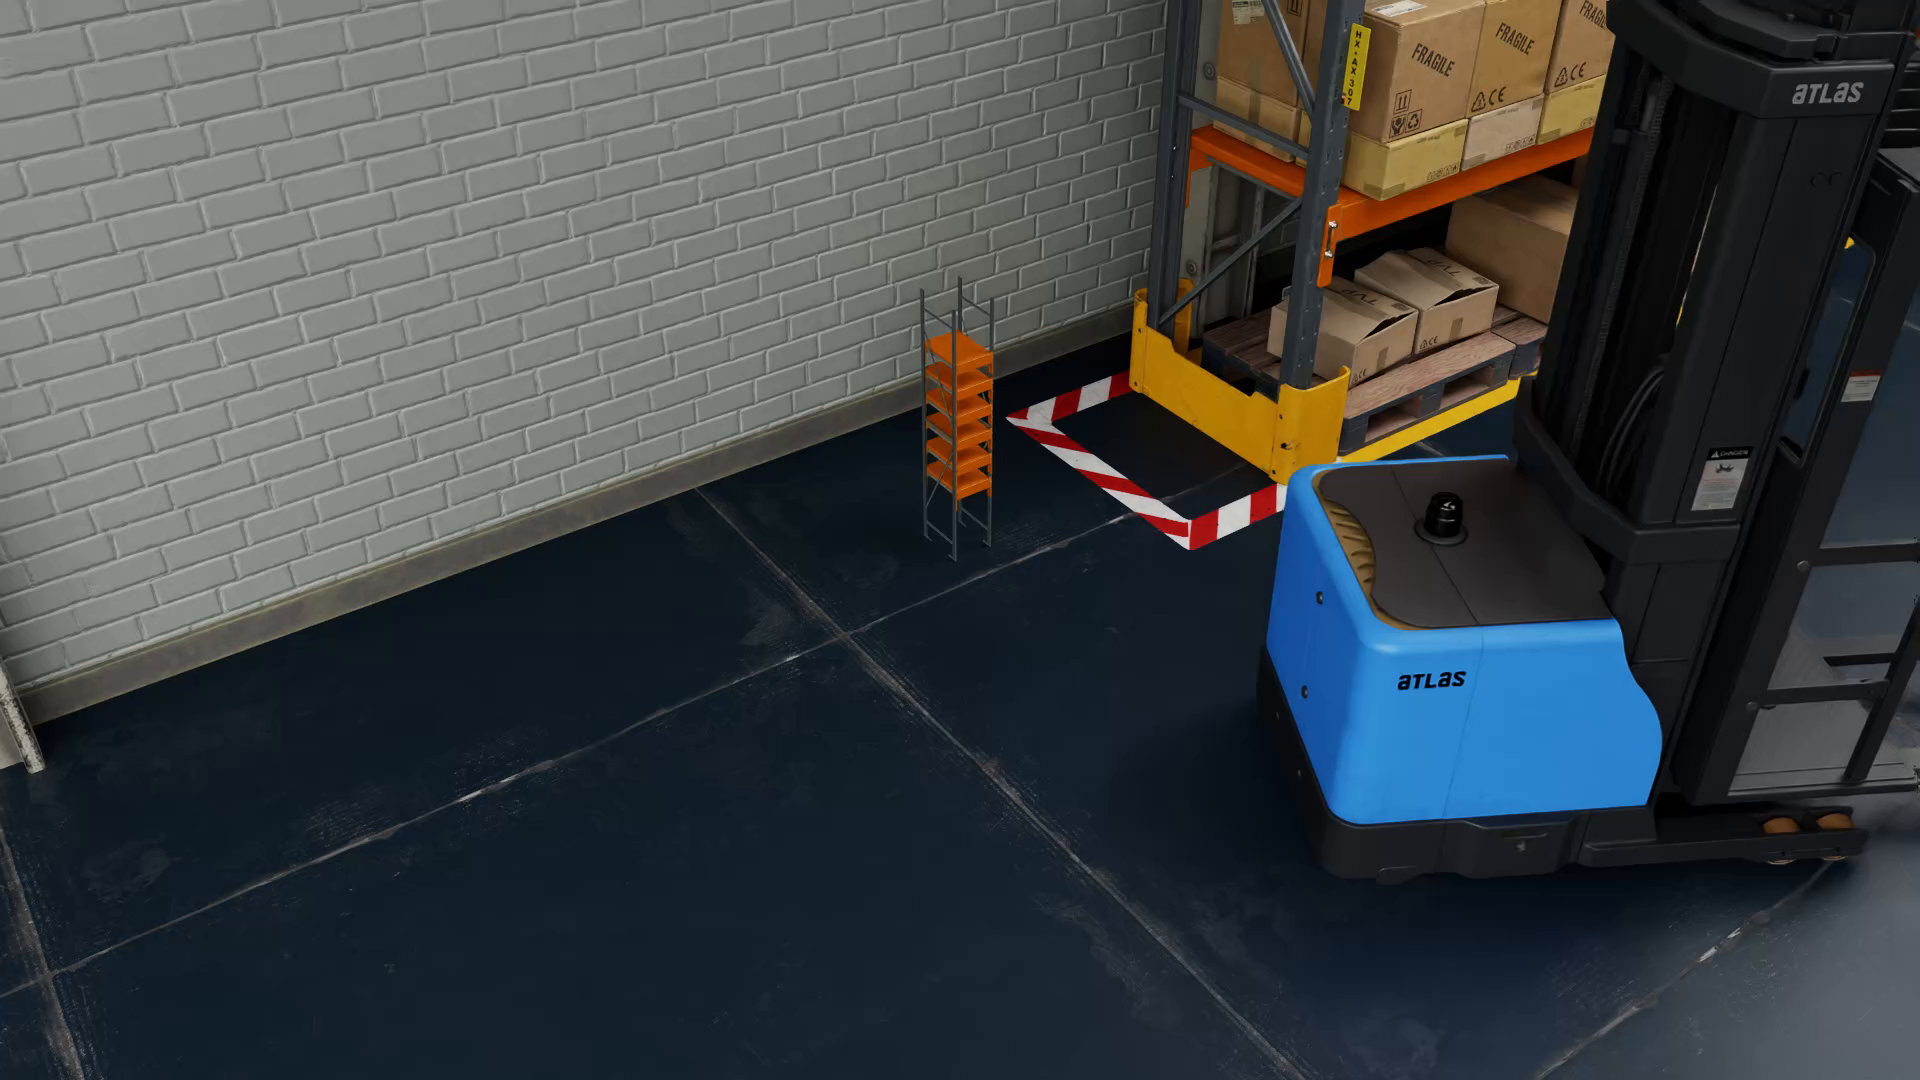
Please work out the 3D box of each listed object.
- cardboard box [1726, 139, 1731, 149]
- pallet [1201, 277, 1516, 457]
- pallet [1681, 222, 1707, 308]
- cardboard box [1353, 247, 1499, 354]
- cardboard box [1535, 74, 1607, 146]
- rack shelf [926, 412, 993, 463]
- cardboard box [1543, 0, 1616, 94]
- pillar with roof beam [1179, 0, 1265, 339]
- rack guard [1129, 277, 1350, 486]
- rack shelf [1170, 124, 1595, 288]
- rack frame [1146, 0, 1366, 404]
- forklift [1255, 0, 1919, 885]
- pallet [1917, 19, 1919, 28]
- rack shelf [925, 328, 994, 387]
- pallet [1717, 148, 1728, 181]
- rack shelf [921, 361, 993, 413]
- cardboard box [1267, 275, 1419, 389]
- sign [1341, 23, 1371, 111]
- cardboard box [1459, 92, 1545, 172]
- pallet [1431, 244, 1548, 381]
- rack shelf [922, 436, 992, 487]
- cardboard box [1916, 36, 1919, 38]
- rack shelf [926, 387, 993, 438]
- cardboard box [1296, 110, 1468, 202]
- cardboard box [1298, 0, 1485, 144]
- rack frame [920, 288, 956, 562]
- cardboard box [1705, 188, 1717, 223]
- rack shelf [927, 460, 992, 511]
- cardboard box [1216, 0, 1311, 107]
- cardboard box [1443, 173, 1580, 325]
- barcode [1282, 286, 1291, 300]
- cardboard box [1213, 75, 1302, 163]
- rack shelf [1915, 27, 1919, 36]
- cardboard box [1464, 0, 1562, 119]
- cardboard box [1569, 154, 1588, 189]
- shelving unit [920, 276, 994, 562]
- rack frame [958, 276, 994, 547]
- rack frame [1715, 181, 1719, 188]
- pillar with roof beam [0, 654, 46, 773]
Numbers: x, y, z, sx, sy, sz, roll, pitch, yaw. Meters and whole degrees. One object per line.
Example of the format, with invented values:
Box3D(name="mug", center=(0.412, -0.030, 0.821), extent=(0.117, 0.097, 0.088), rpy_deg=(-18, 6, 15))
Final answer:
Box3D(name="cardboard box", center=(5.097, -2.525, 9.956), extent=(0.500, 0.500, 0.700), rpy_deg=(-21, 41, -26))
Box3D(name="pallet", center=(1.981, -0.910, 8.334), extent=(1.213, 0.211, 1.003), rpy_deg=(-22, 41, -28))
Box3D(name="pallet", center=(3.976, -1.731, 9.476), extent=(1.213, 0.211, 1.003), rpy_deg=(-22, 41, -28))
Box3D(name="cardboard box", center=(2.318, -1.229, 8.315), extent=(0.500, 0.311, 0.500), rpy_deg=(-19, 40, -24))
Box3D(name="cardboard box", center=(2.653, -2.070, 7.670), extent=(0.500, 0.250, 0.500), rpy_deg=(-23, 42, -29))
Box3D(name="rack shelf", center=(-0.012, -0.446, 6.919), extent=(0.180, 0.103, 0.258), rpy_deg=(-22, 41, -28))
Box3D(name="cardboard box", center=(2.634, -2.361, 7.433), extent=(0.500, 0.500, 0.500), rpy_deg=(-24, 42, -29))
Box3D(name="pillar with roof beam", center=(3.789, -2.789, 3.421), extent=(0.400, 9.000, 9.100), rpy_deg=(-22, 41, -28))
Box3D(name="rack guard", center=(1.297, -0.771, 7.894), extent=(0.348, 0.500, 1.175), rpy_deg=(-22, 41, -28))
Box3D(name="rack shelf", center=(2.870, -2.141, 8.274), extent=(4.000, 0.370, 1.077), rpy_deg=(-22, 41, -28))
Box3D(name="rack frame", center=(1.235, -1.760, 7.128), extent=(0.127, 3.000, 1.000), rpy_deg=(-22, 41, -28))
Box3D(name="forklift", center=(2.671, -0.383, 5.272), extent=(3.031, 2.935, 1.130), rpy_deg=(-3, 36, -4))
Box3D(name="pallet", center=(5.213, -3.215, 9.316), extent=(1.213, 0.211, 1.003), rpy_deg=(-22, 41, -28))
Box3D(name="rack shelf", center=(-0.012, -0.738, 6.709), extent=(0.180, 0.103, 0.258), rpy_deg=(-22, 41, -28))
Box3D(name="pallet", center=(5.140, -2.236, 10.178), extent=(1.213, 0.211, 1.003), rpy_deg=(-22, 41, -28))
Box3D(name="rack shelf", center=(-0.012, -0.641, 6.779), extent=(0.180, 0.103, 0.258), rpy_deg=(-22, 41, -28))
Box3D(name="cardboard box", center=(1.852, -1.037, 8.049), extent=(0.500, 0.311, 0.500), rpy_deg=(-28, 44, -33))
Box3D(name="sign", center=(1.548, -1.853, 6.516), extent=(0.005, 0.325, 0.100), rpy_deg=(-22, 41, -28))
Box3D(name="cardboard box", center=(2.233, -1.901, 7.436), extent=(0.500, 0.250, 0.500), rpy_deg=(-24, 42, -29))
Box3D(name="pallet", center=(2.978, -1.318, 8.902), extent=(1.213, 0.211, 1.003), rpy_deg=(-22, 41, -28))
Box3D(name="rack shelf", center=(-0.012, -0.349, 6.989), extent=(0.180, 0.103, 0.258), rpy_deg=(-22, 41, -28))
Box3D(name="cardboard box", center=(5.455, -2.979, 9.945), extent=(0.500, 0.250, 0.500), rpy_deg=(-23, 42, -29))
Box3D(name="rack shelf", center=(-0.012, -0.544, 6.849), extent=(0.180, 0.103, 0.258), rpy_deg=(-22, 41, -28))
Box3D(name="cardboard box", center=(1.817, -1.720, 7.184), extent=(0.500, 0.250, 0.500), rpy_deg=(-24, 42, -29))
Box3D(name="cardboard box", center=(1.798, -2.029, 6.971), extent=(0.500, 0.500, 0.500), rpy_deg=(-22, 41, -28))
Box3D(name="rack frame", center=(-0.087, -0.451, 6.850), extent=(0.006, 1.200, 0.240), rpy_deg=(-22, 41, -28))
Box3D(name="cardboard box", center=(4.084, -1.940, 9.428), extent=(0.250, 0.166, 0.380), rpy_deg=(-28, 44, -33))
Box3D(name="rack shelf", center=(-0.012, -0.251, 7.059), extent=(0.180, 0.103, 0.258), rpy_deg=(-22, 41, -28))
Box3D(name="cardboard box", center=(1.498, -2.272, 7.309), extent=(0.500, 0.500, 0.500), rpy_deg=(-23, 42, -28))
Box3D(name="cardboard box", center=(2.947, -1.528, 8.570), extent=(0.500, 0.500, 0.700), rpy_deg=(-25, 43, -31))
Box3D(name="barcode", center=(1.637, -1.238, 8.320), extent=(0.075, 0.075, 0.001), rpy_deg=(-22, 41, -28))
Box3D(name="cardboard box", center=(1.505, -1.957, 7.513), extent=(0.500, 0.250, 0.500), rpy_deg=(-22, 41, -27))
Box3D(name="rack shelf", center=(6.139, -3.486, 10.144), extent=(4.000, 0.370, 1.077), rpy_deg=(-22, 41, -28))
Box3D(name="cardboard box", center=(2.208, -2.190, 7.196), extent=(0.500, 0.500, 0.500), rpy_deg=(-22, 41, -28))
Box3D(name="cardboard box", center=(3.679, -1.901, 9.088), extent=(0.500, 0.500, 0.500), rpy_deg=(-26, 43, -31))
Box3D(name="shelving unit", center=(-0.012, -0.482, 6.893), extent=(0.189, 1.200, 0.258), rpy_deg=(-22, 41, -28))
Box3D(name="rack frame", center=(0.063, -0.513, 6.936), extent=(0.006, 1.200, 0.240), rpy_deg=(-22, 41, -28))
Box3D(name="rack frame", center=(4.504, -3.106, 8.999), extent=(0.127, 3.000, 1.000), rpy_deg=(-22, 41, -28))
Box3D(name="pillar with roof beam", center=(-1.116, -0.771, 0.615), extent=(0.400, 9.000, 9.100), rpy_deg=(-22, 41, -28))
